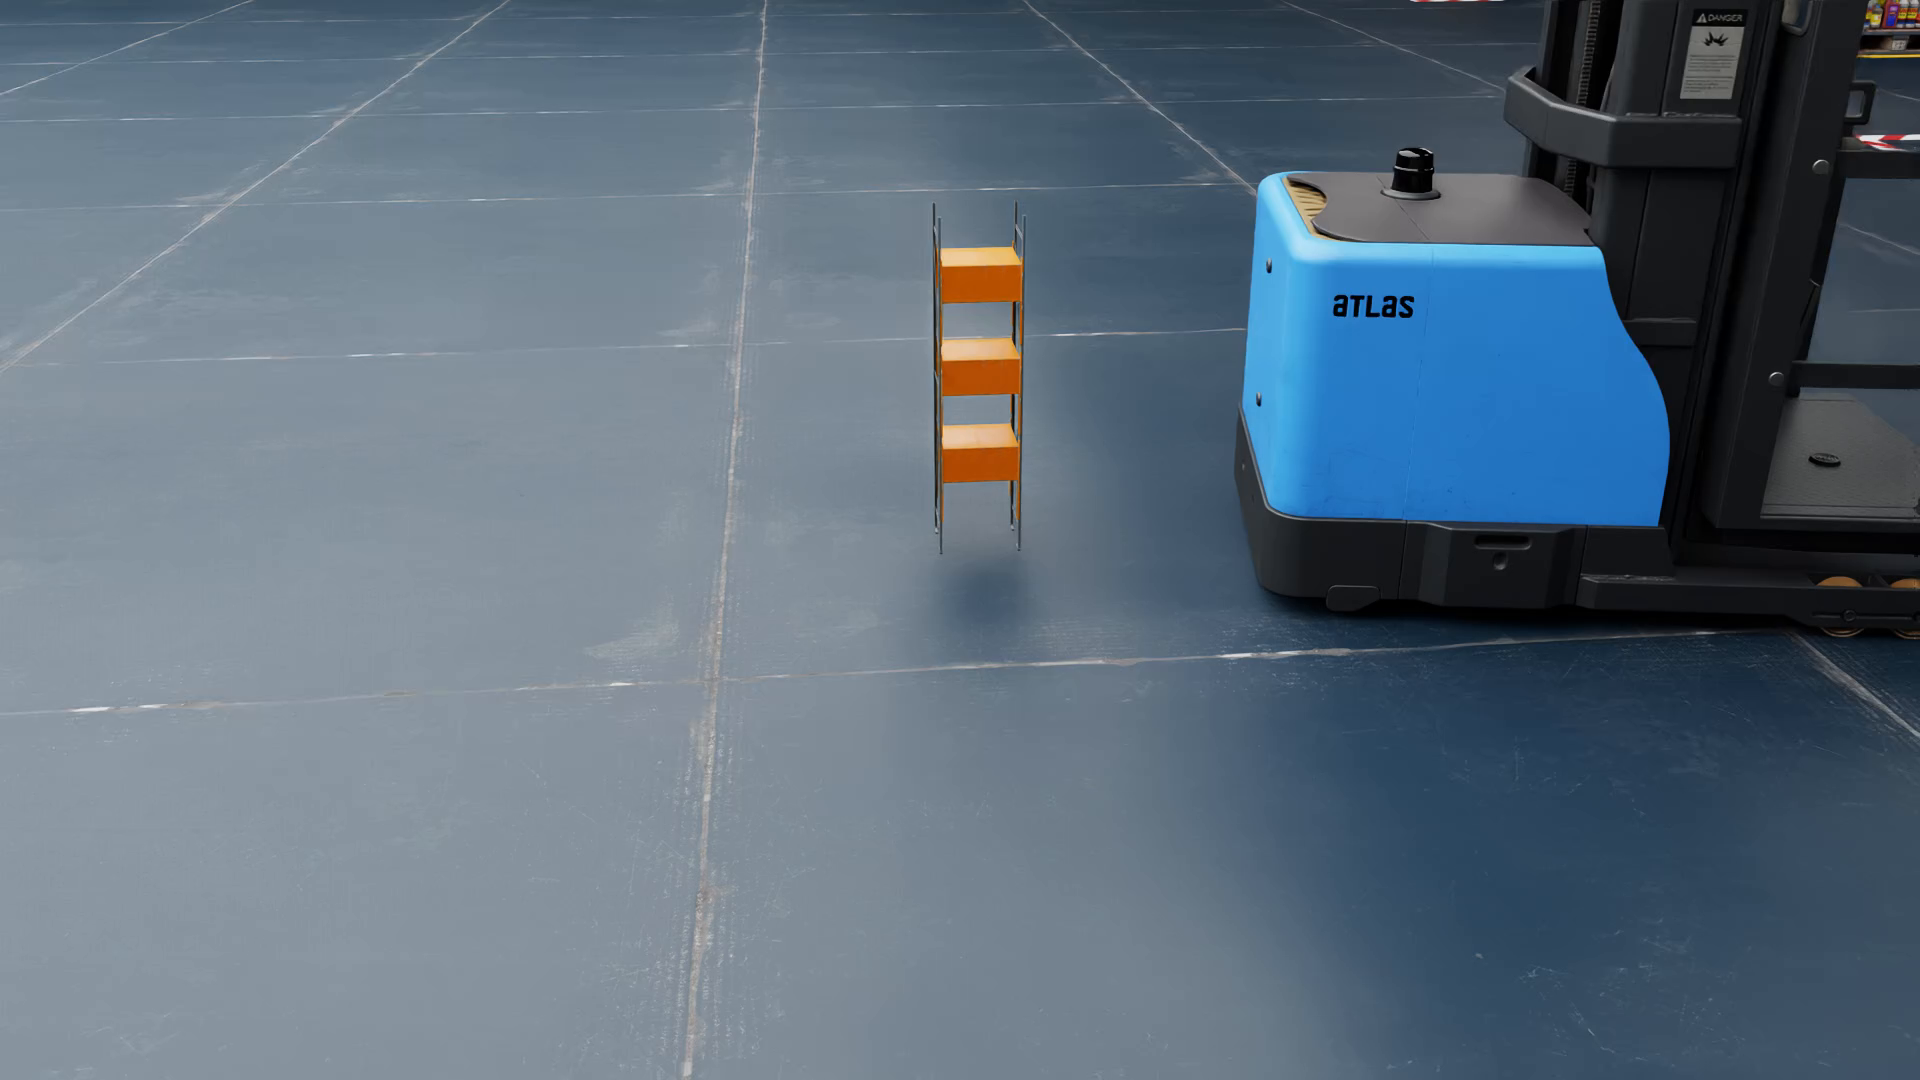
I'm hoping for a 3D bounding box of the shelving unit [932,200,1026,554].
[{"bbox_3d":[0.053,-0.482,5.042,0.252,1.050,0.215,-2,24,-5],"label":"shelving unit"}]

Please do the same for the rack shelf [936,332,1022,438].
[{"bbox_3d":[0.053,-0.472,5.046,0.240,0.259,0.215,-2,24,-5],"label":"rack shelf"}]

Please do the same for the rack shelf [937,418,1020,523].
[{"bbox_3d":[0.053,-0.218,5.159,0.240,0.259,0.215,-2,24,-5],"label":"rack shelf"}]

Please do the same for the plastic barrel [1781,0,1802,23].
[{"bbox_3d":[7.636,-5.077,15.524,0.421,0.512,0.421,0,24,0],"label":"plastic barrel"}]

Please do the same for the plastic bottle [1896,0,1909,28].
[{"bbox_3d":[8.666,-4.859,15.306,0.097,0.271,0.097,0,24,0],"label":"plastic bottle"}]

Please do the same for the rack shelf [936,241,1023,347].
[{"bbox_3d":[0.053,-0.732,4.931,0.240,0.259,0.215,-2,24,-5],"label":"rack shelf"}]

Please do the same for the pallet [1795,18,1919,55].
[{"bbox_3d":[8.581,-4.770,15.721,1.213,0.211,1.003,-2,24,-5],"label":"pallet"}]

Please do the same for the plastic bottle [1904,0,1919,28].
[{"bbox_3d":[8.766,-4.863,15.315,0.097,0.271,0.097,0,24,0],"label":"plastic bottle"}]

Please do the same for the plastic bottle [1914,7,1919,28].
[{"bbox_3d":[8.864,-4.835,15.338,0.097,0.201,0.097,0,24,0],"label":"plastic bottle"}]

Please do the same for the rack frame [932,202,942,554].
[{"bbox_3d":[-0.068,-0.477,5.031,0.008,1.050,0.200,-2,24,-5],"label":"rack frame"}]

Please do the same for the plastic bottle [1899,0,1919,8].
[{"bbox_3d":[9.055,-5.113,15.871,0.135,0.276,0.152,-2,24,-5],"label":"plastic bottle"}]

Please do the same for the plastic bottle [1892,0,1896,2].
[{"bbox_3d":[8.886,-5.083,15.896,0.097,0.201,0.097,0,24,0],"label":"plastic bottle"}]

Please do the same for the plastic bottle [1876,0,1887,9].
[{"bbox_3d":[8.831,-5.198,15.972,0.185,0.351,0.144,-1,24,-3],"label":"plastic bottle"}]

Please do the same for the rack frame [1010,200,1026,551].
[{"bbox_3d":[0.175,-0.487,5.053,0.008,1.050,0.200,-2,24,-5],"label":"rack frame"}]

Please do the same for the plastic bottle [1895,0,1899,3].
[{"bbox_3d":[9.016,-5.206,15.988,0.185,0.351,0.144,-2,24,-6],"label":"plastic bottle"}]

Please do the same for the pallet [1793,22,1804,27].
[{"bbox_3d":[7.370,-4.722,15.615,1.213,0.211,1.003,-2,24,-5],"label":"pallet"}]

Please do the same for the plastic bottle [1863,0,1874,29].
[{"bbox_3d":[8.325,-4.845,15.275,0.097,0.271,0.097,0,24,0],"label":"plastic bottle"}]

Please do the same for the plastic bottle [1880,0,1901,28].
[{"bbox_3d":[8.552,-4.852,15.276,0.133,0.283,0.061,-2,24,-4],"label":"plastic bottle"}]

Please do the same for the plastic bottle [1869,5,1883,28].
[{"bbox_3d":[8.428,-4.817,15.298,0.097,0.201,0.097,0,24,0],"label":"plastic bottle"}]

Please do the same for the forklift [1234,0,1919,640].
[{"bbox_3d":[2.402,-1.287,4.536,3.031,2.935,1.130,2,24,3],"label":"forklift"}]

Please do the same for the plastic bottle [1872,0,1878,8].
[{"bbox_3d":[8.697,-5.072,15.872,0.097,0.201,0.097,0,24,0],"label":"plastic bottle"}]
